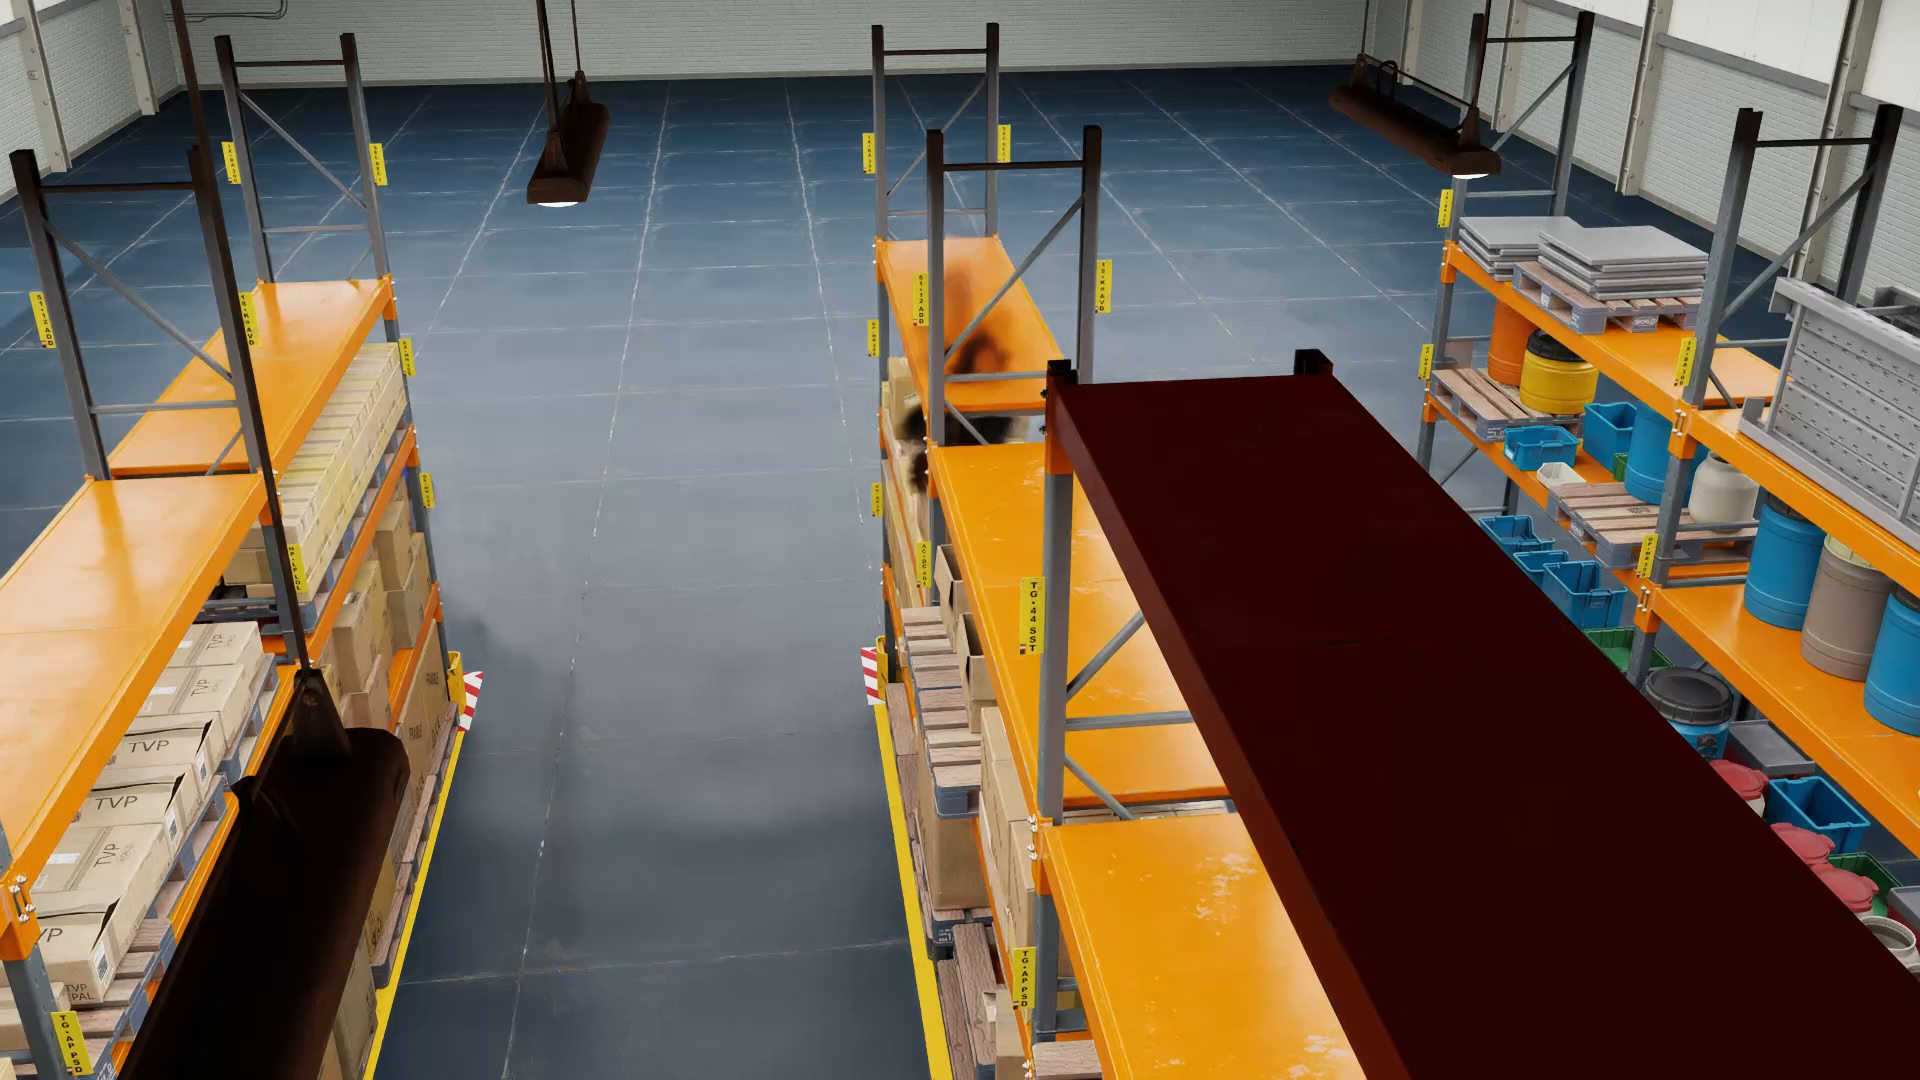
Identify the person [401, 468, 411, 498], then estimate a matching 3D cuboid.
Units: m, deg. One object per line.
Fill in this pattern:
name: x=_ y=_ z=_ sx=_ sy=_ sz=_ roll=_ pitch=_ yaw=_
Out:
person: x=-5.854 y=-0.211 z=17.068 sx=0.578 sy=1.663 sz=0.749 roll=-19 pitch=32 yaw=-35
